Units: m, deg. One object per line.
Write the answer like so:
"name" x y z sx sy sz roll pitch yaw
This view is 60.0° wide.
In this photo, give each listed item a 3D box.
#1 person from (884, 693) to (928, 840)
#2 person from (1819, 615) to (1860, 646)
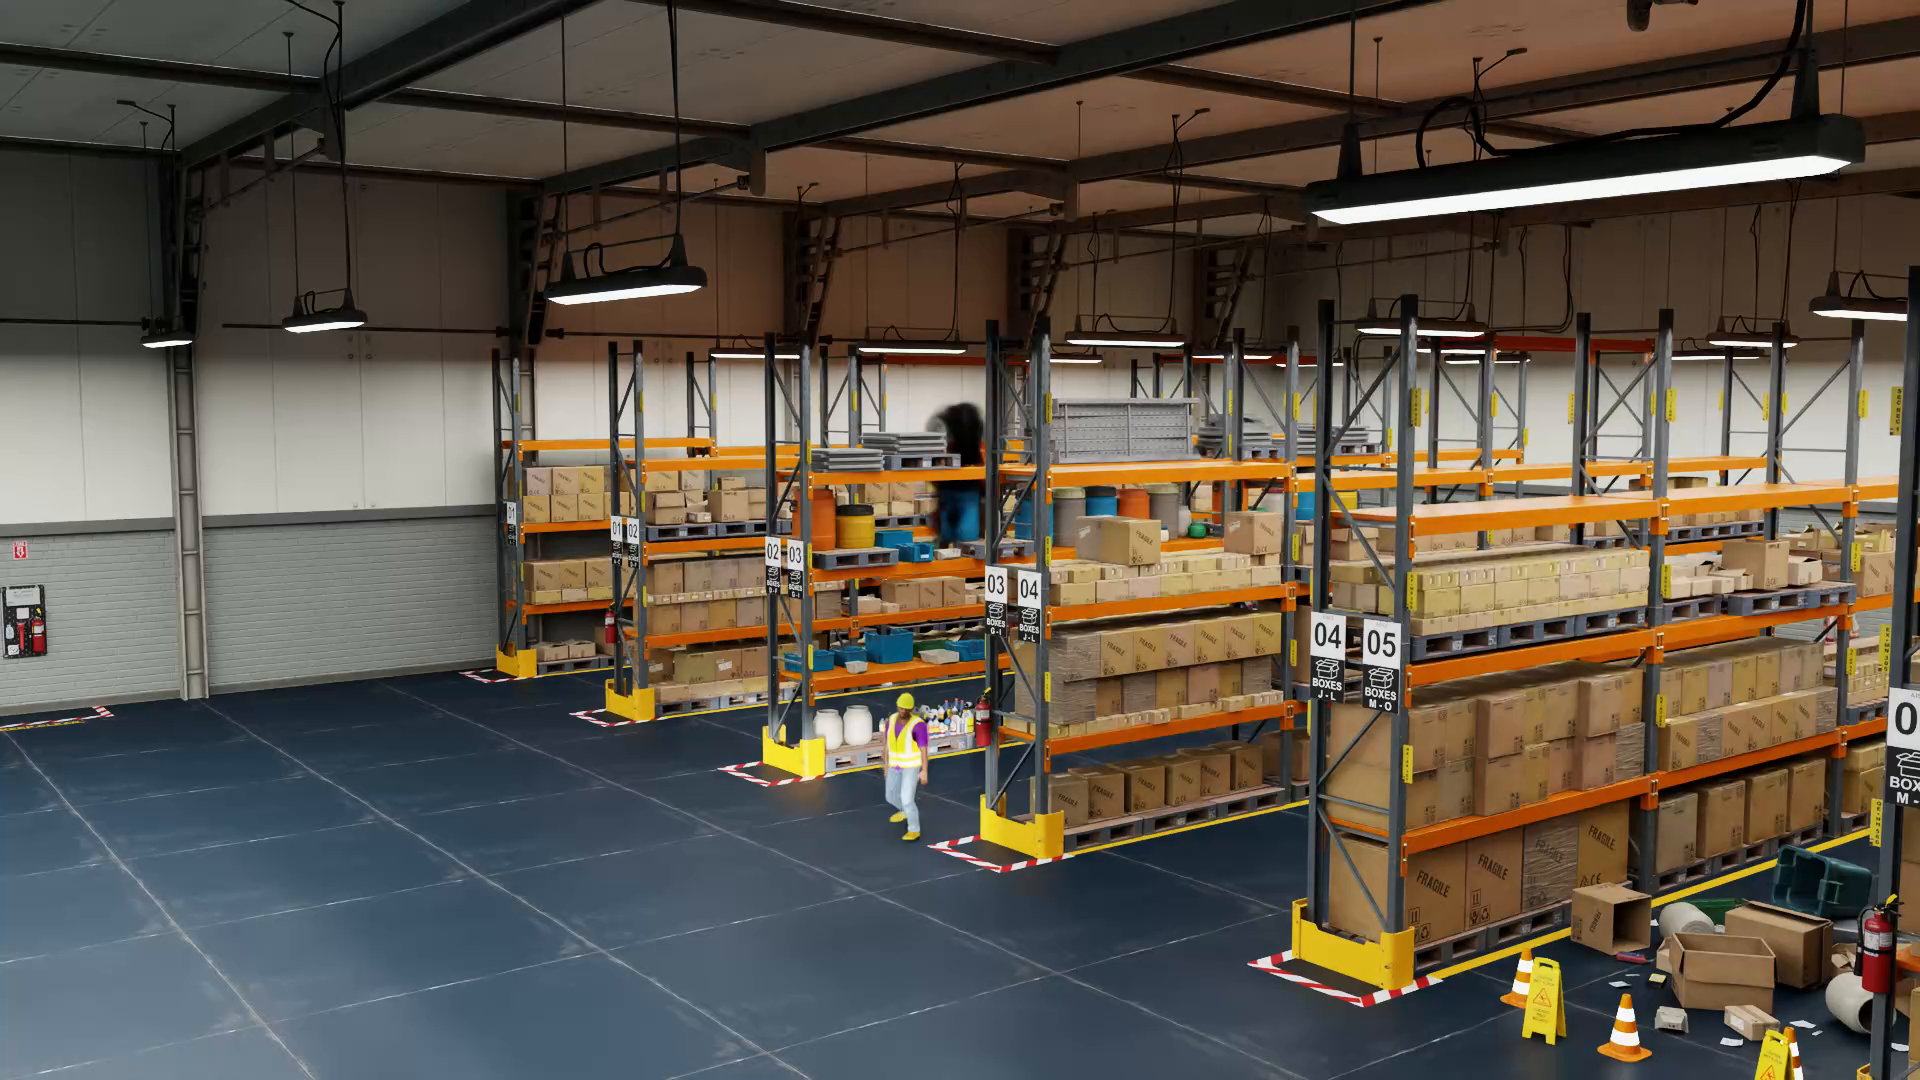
"person" -0.623 2.597 19.424 0.729 1.713 0.658 4 6 36
"person" 14.569 1.823 27.567 0.657 1.770 0.984 5 7 43
